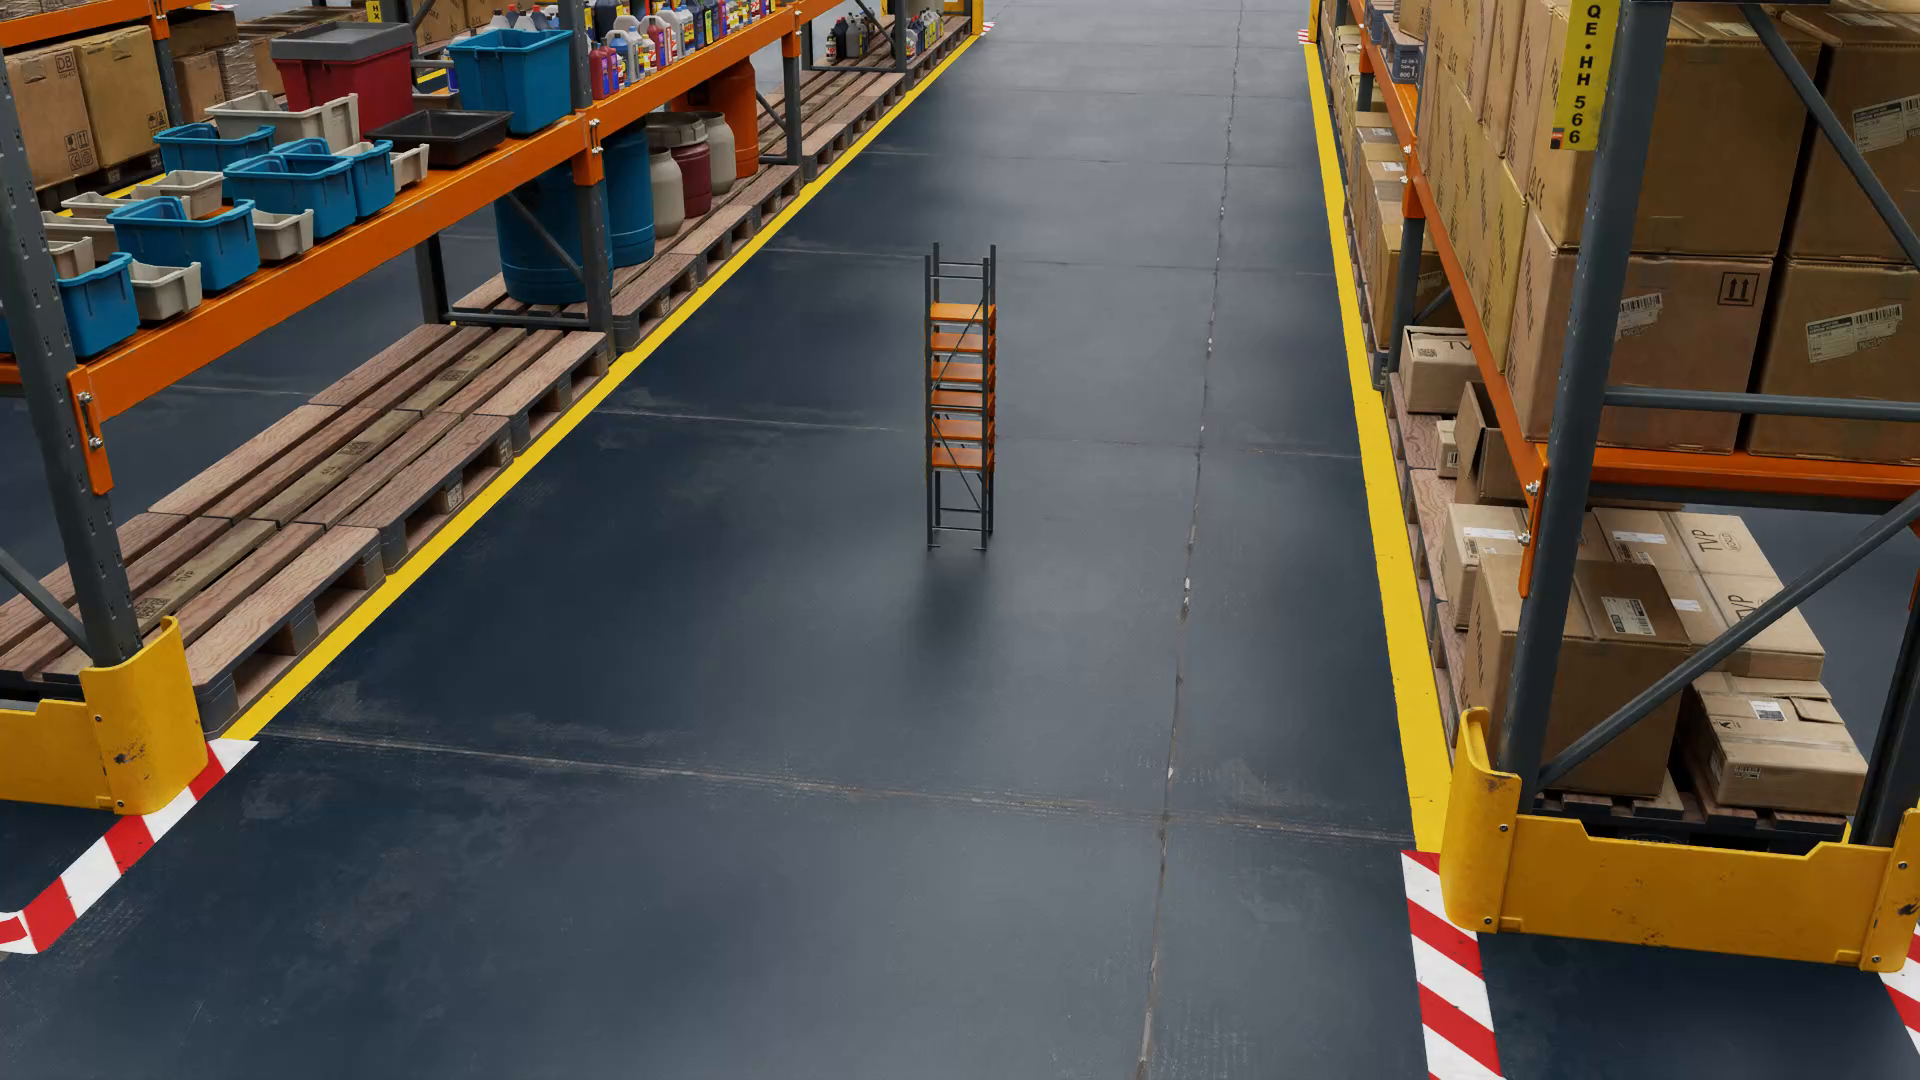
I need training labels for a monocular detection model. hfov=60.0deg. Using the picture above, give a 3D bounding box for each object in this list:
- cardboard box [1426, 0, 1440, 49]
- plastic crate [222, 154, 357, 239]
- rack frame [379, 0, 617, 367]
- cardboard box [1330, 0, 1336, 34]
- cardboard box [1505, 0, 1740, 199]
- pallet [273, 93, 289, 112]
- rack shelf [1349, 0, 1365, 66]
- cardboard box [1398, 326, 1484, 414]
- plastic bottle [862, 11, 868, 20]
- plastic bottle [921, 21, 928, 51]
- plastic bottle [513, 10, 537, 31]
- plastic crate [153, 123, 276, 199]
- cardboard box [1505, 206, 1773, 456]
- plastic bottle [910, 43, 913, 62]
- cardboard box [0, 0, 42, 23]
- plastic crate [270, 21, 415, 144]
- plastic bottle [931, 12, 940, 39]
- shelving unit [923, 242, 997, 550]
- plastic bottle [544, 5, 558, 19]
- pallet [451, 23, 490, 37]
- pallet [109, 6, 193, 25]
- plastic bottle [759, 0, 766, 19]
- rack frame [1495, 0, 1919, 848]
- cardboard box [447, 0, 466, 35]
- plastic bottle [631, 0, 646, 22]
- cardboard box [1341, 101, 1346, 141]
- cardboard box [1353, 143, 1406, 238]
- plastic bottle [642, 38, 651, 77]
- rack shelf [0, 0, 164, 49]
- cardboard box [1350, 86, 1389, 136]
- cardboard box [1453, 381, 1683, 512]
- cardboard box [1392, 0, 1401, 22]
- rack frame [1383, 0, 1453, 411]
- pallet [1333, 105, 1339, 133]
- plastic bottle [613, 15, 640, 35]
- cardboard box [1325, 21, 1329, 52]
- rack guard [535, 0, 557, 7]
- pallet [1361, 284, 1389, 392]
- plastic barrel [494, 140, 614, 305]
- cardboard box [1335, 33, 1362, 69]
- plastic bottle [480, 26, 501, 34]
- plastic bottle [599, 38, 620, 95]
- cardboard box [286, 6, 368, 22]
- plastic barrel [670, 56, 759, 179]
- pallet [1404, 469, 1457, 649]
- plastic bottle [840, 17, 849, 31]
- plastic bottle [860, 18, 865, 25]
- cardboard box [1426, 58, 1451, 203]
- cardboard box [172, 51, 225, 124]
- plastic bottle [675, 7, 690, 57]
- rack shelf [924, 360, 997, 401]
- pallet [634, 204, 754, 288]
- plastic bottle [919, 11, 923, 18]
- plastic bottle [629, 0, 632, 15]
[{"bbox_3d":[2.214,-2.299,6.826,0.500,0.500,0.500,5,25,10],"label":"cardboard box"},{"bbox_3d":[-2.391,-1.233,5.972,0.416,0.233,0.300,4,25,9],"label":"plastic crate"},{"bbox_3d":[-2.317,-2.323,8.175,1.000,3.000,0.127,4,25,9],"label":"rack frame"},{"bbox_3d":[3.908,-5.236,16.261,0.500,0.500,0.500,4,25,9],"label":"cardboard box"},{"bbox_3d":[1.798,-1.220,4.521,0.500,0.500,0.500,5,25,10],"label":"cardboard box"},{"bbox_3d":[-6.219,-3.912,14.858,1.003,0.211,1.213,4,25,9],"label":"pallet"},{"bbox_3d":[3.550,-4.162,12.952,1.077,0.370,4.000,4,25,9],"label":"rack shelf"},{"bbox_3d":[2.287,-0.799,7.572,0.500,0.311,0.500,4,25,9],"label":"cardboard box"},{"bbox_3d":[-1.016,-5.426,17.502,0.097,0.271,0.097,0,25,0],"label":"plastic bottle"},{"bbox_3d":[-0.370,-5.092,16.776,0.061,0.283,0.133,5,26,11],"label":"plastic bottle"},{"bbox_3d":[-2.348,-2.698,9.034,0.144,0.351,0.185,4,25,9],"label":"plastic bottle"},{"bbox_3d":[-2.888,-1.478,6.497,0.416,0.233,0.300,4,25,9],"label":"plastic crate"},{"bbox_3d":[1.720,-0.557,4.284,0.500,0.500,0.500,5,26,10],"label":"cardboard box"},{"bbox_3d":[-0.509,-4.746,16.134,0.097,0.201,0.097,0,25,0],"label":"plastic bottle"},{"bbox_3d":[-6.555,-3.736,11.074,0.500,0.500,0.500,3,25,7],"label":"cardboard box"},{"bbox_3d":[-2.711,-2.023,7.388,0.402,0.464,0.583,4,25,9],"label":"plastic crate"},{"bbox_3d":[-0.292,-5.406,17.454,0.152,0.276,0.135,4,25,9],"label":"plastic bottle"},{"bbox_3d":[0.002,-0.549,6.509,0.258,1.200,0.189,4,25,9],"label":"shelving unit"},{"bbox_3d":[-2.370,-2.971,9.706,0.152,0.276,0.135,4,25,9],"label":"plastic bottle"},{"bbox_3d":[-5.624,-5.544,18.346,1.003,0.211,1.213,4,25,9],"label":"pallet"},{"bbox_3d":[-10.173,-6.468,20.320,1.003,0.211,1.213,4,25,9],"label":"pallet"},{"bbox_3d":[-1.346,-3.648,11.143,0.061,0.283,0.133,4,25,9],"label":"plastic bottle"},{"bbox_3d":[1.915,-0.306,3.864,1.000,3.000,0.127,4,25,9],"label":"rack frame"},{"bbox_3d":[-5.681,-5.740,17.928,0.500,0.500,0.500,2,25,4],"label":"cardboard box"},{"bbox_3d":[-2.115,-3.535,10.916,0.097,0.271,0.097,0,25,0],"label":"plastic bottle"},{"bbox_3d":[3.234,-3.259,12.923,0.500,0.250,0.500,5,25,10],"label":"cardboard box"},{"bbox_3d":[2.699,-2.119,10.169,0.500,0.500,0.500,4,25,8],"label":"cardboard box"},{"bbox_3d":[-1.744,-2.641,9.088,0.097,0.201,0.097,0,25,0],"label":"plastic bottle"},{"bbox_3d":[-6.877,-3.177,10.848,1.077,0.370,4.000,4,25,9],"label":"rack shelf"},{"bbox_3d":[3.065,-3.086,11.892,0.500,0.311,0.500,5,25,10],"label":"cardboard box"},{"bbox_3d":[2.267,-0.261,6.195,0.797,0.503,0.637,4,25,9],"label":"cardboard box"},{"bbox_3d":[2.893,-3.246,9.534,0.700,0.500,0.500,9,27,18],"label":"cardboard box"},{"bbox_3d":[2.569,-1.978,7.439,1.000,3.000,0.127,4,25,9],"label":"rack frame"},{"bbox_3d":[3.794,-3.751,14.514,1.003,0.211,1.213,4,25,9],"label":"pallet"},{"bbox_3d":[-1.864,-2.832,9.408,0.152,0.276,0.135,4,25,9],"label":"plastic bottle"},{"bbox_3d":[3.976,-5.106,16.868,0.500,0.250,0.500,4,25,9],"label":"cardboard box"},{"bbox_3d":[-5.255,-6.521,20.092,1.175,0.500,0.348,4,25,9],"label":"rack guard"},{"bbox_3d":[2.665,-1.058,8.762,1.003,0.211,1.213,4,25,9],"label":"pallet"},{"bbox_3d":[-2.211,-1.789,9.014,0.600,0.901,0.708,4,25,9],"label":"plastic barrel"},{"bbox_3d":[3.476,-4.159,14.183,0.500,0.311,0.500,4,25,8],"label":"cardboard box"},{"bbox_3d":[-2.512,-2.607,8.928,0.152,0.276,0.135,4,25,9],"label":"plastic bottle"},{"bbox_3d":[-1.815,-2.450,8.583,0.061,0.283,0.133,4,25,9],"label":"plastic bottle"},{"bbox_3d":[-6.018,-4.824,15.948,0.700,0.500,0.500,2,25,4],"label":"cardboard box"},{"bbox_3d":[-1.727,-2.998,11.681,0.600,0.830,0.708,4,25,9],"label":"plastic barrel"},{"bbox_3d":[2.259,0.083,6.323,1.003,0.211,1.213,4,25,9],"label":"pallet"},{"bbox_3d":[-1.157,-5.038,16.581,0.144,0.351,0.185,3,25,6],"label":"plastic bottle"},{"bbox_3d":[-0.999,-5.146,16.892,0.061,0.283,0.133,4,25,9],"label":"plastic bottle"},{"bbox_3d":[2.136,-1.615,6.544,0.500,0.500,0.500,4,25,9],"label":"cardboard box"},{"bbox_3d":[-6.460,-3.688,13.520,0.700,0.500,0.500,3,25,6],"label":"cardboard box"},{"bbox_3d":[-1.630,-2.963,9.694,0.097,0.271,0.097,0,25,0],"label":"plastic bottle"},{"bbox_3d":[0.002,-0.618,6.477,0.258,0.103,0.180,4,25,9],"label":"rack shelf"},{"bbox_3d":[-1.953,-1.892,10.543,1.003,0.211,1.213,4,25,9],"label":"pallet"},{"bbox_3d":[-0.397,-5.416,17.468,0.061,0.283,0.133,4,25,9],"label":"plastic bottle"},{"bbox_3d":[-2.196,-3.538,10.909,0.061,0.283,0.133,4,25,9],"label":"plastic bottle"}]
